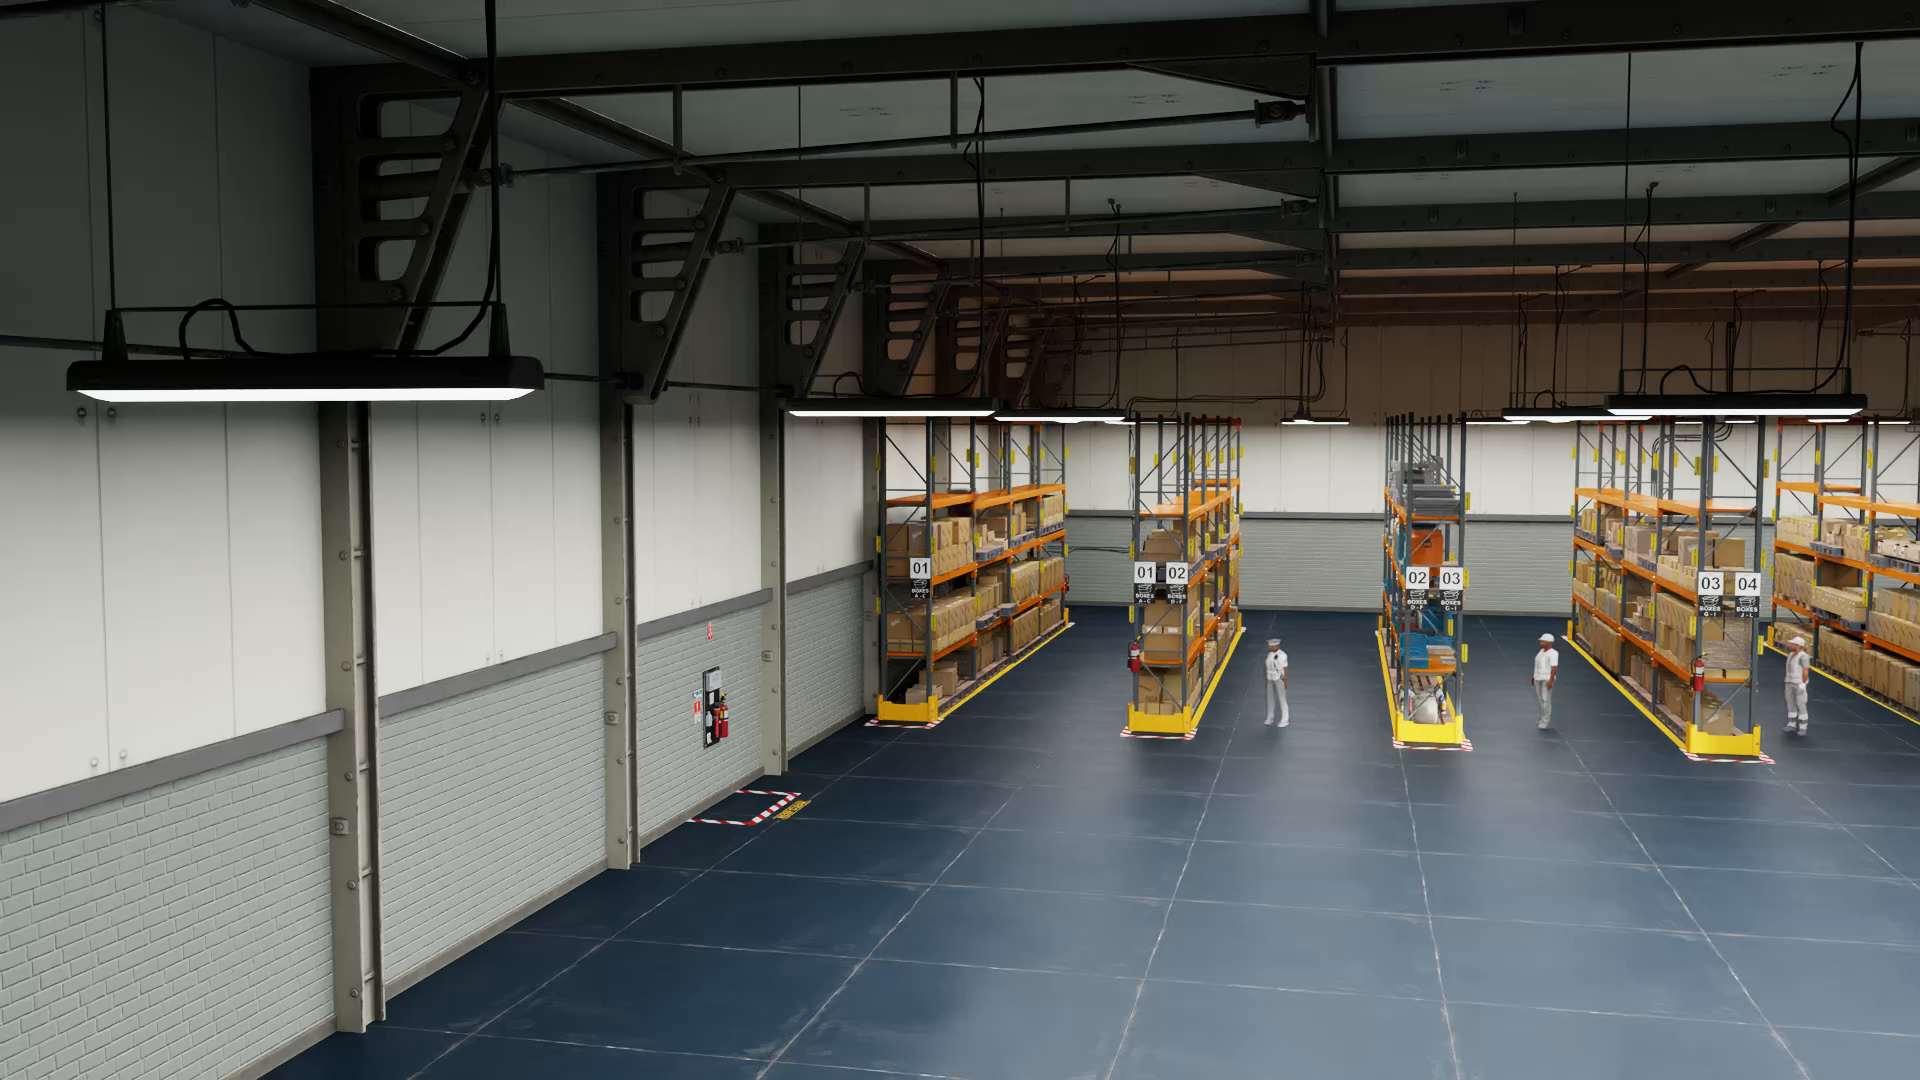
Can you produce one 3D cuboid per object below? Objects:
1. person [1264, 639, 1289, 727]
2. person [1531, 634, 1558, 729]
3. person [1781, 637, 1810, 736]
[{"bbox_3d":[6.083,2.736,31.981,0.376,1.648,0.544,-3,5,-35],"label":"person"},{"bbox_3d":[11.175,2.689,31.866,0.559,1.781,0.578,-2,4,-27],"label":"person"},{"bbox_3d":[15.663,2.725,31.167,0.385,1.829,0.536,-2,4,-25],"label":"person"}]
